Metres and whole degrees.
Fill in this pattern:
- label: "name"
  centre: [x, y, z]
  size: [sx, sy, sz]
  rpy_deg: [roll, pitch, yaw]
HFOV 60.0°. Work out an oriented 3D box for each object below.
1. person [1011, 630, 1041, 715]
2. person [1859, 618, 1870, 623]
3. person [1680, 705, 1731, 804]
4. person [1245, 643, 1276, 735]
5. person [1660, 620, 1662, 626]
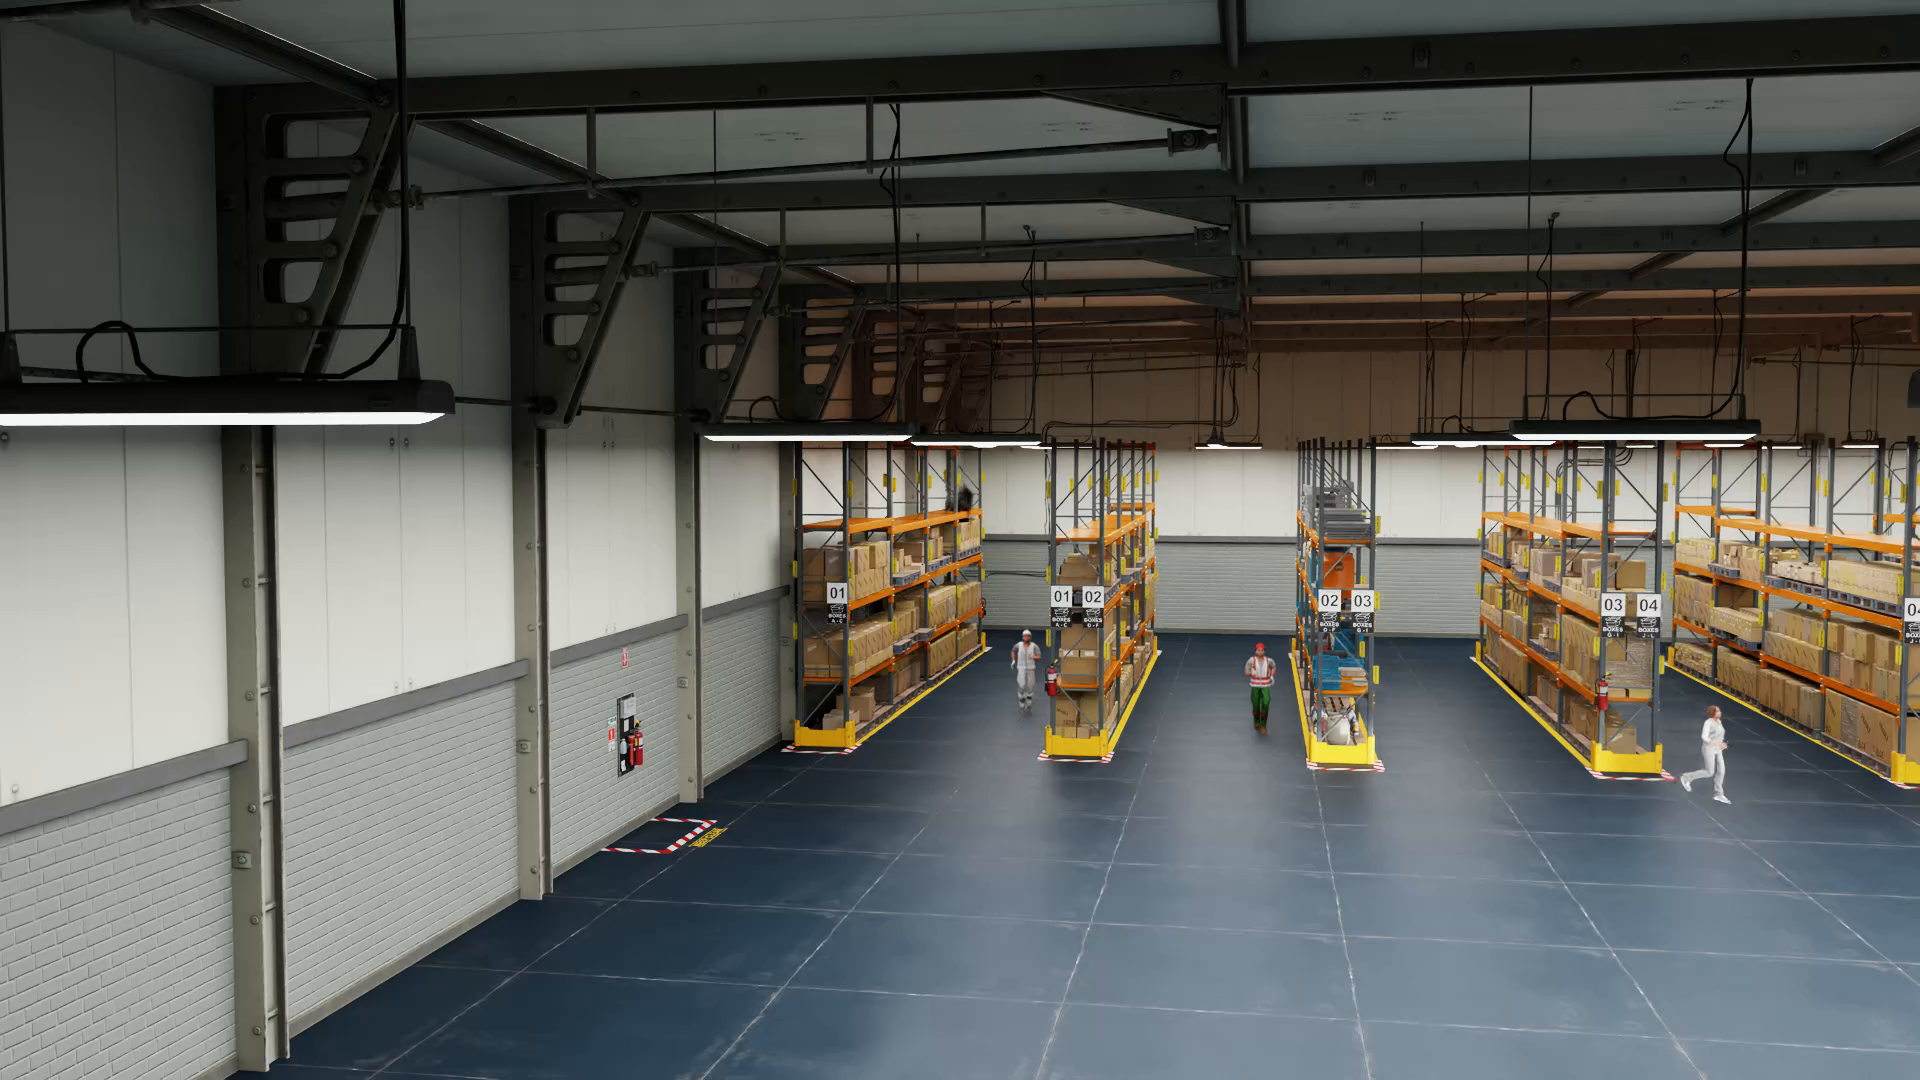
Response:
- label: "person"
  centre: [1.448, 2.890, 36.524]
  size: [0.646, 1.846, 0.793]
  rpy_deg: [0, 3, -1]
- label: "person"
  centre: [24.547, 2.537, 45.100]
  size: [0.664, 1.606, 0.634]
  rpy_deg: [2, 4, 34]
- label: "person"
  centre: [12.319, 3.495, 27.362]
  size: [0.548, 1.594, 0.775]
  rpy_deg: [-3, 4, -41]
- label: "person"
  centre: [6.124, 3.027, 33.917]
  size: [0.633, 1.842, 0.743]
  rpy_deg: [0, 3, 8]
- label: "person"
  centre: [18.898, 2.527, 45.522]
  size: [0.520, 1.602, 0.671]
  rpy_deg: [-1, 3, -12]
